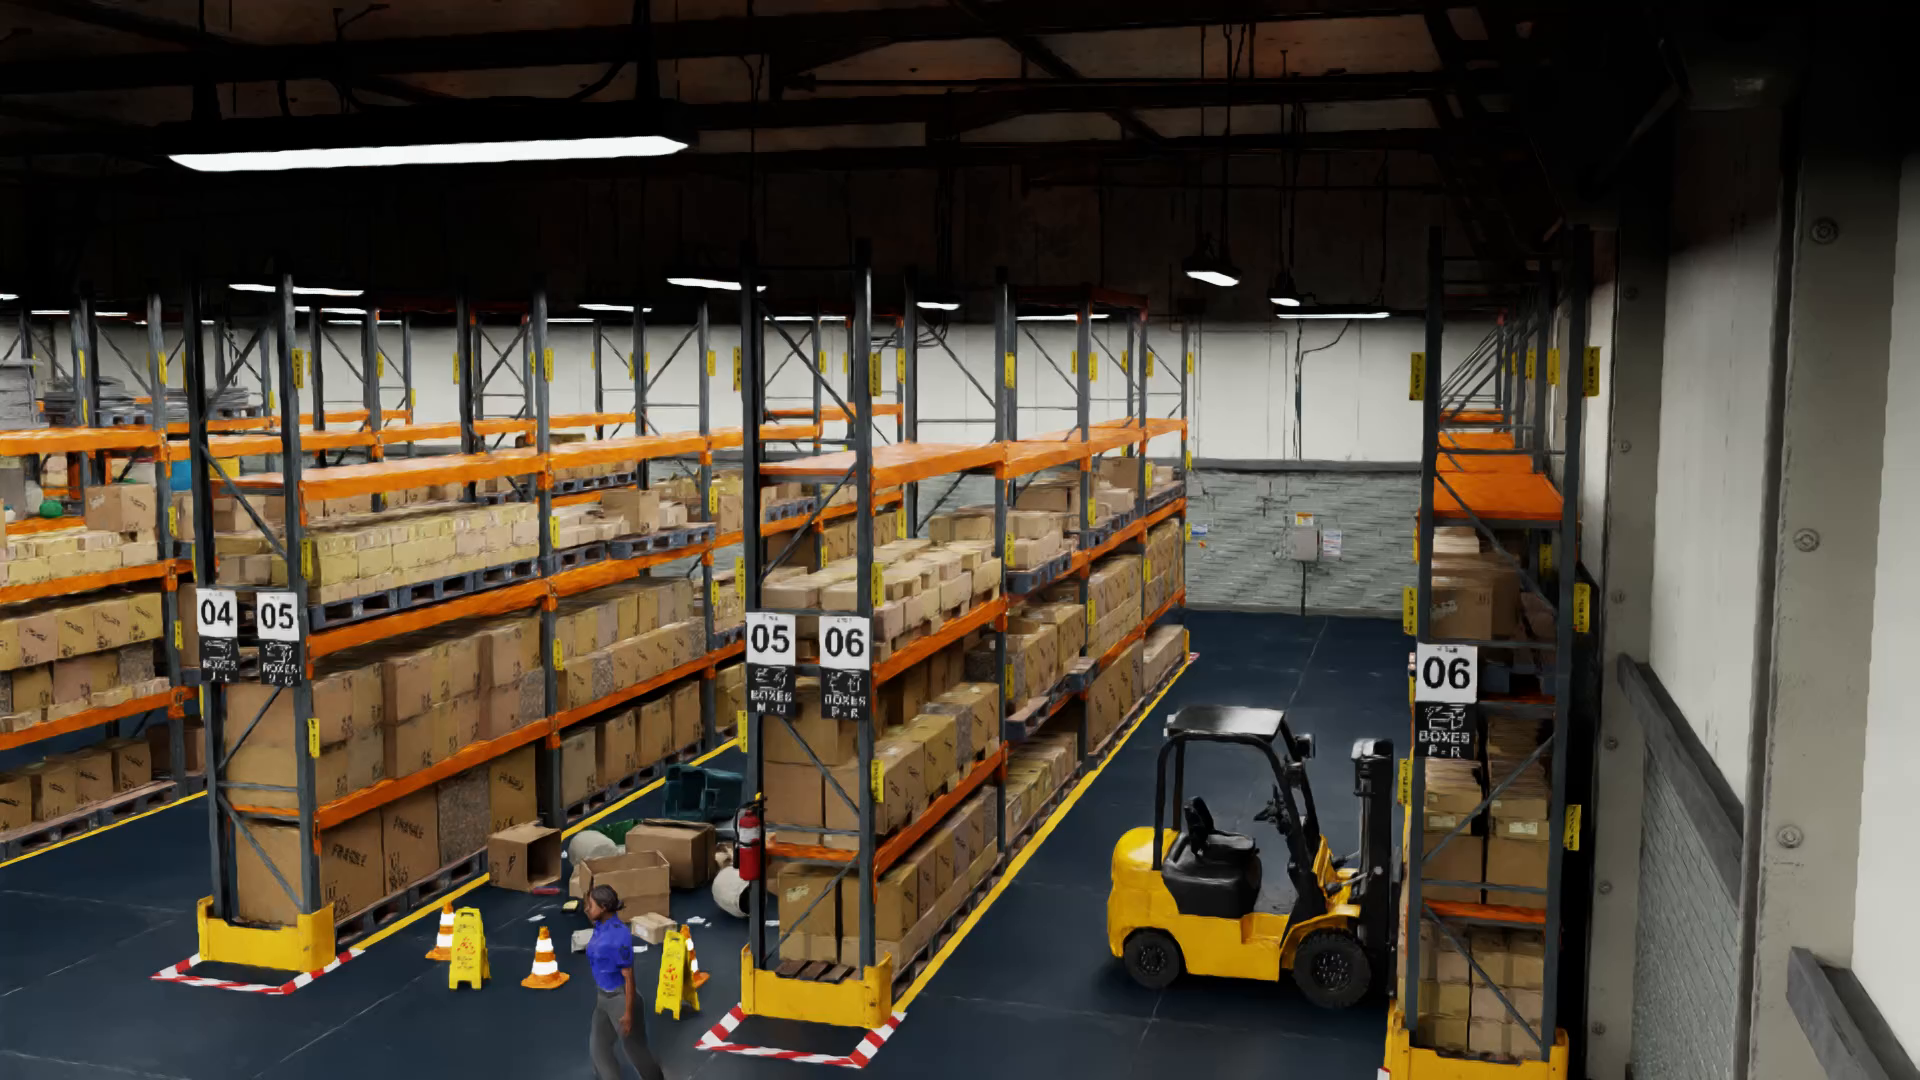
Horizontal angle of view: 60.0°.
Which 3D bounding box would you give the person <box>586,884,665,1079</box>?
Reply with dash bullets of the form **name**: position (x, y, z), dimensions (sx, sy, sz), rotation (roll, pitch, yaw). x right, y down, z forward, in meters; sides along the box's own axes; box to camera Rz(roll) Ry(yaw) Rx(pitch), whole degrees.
- **person**: position (-2.248, 3.111, 11.191), dimensions (0.552, 1.647, 0.498), rotation (-4, 8, -35)
